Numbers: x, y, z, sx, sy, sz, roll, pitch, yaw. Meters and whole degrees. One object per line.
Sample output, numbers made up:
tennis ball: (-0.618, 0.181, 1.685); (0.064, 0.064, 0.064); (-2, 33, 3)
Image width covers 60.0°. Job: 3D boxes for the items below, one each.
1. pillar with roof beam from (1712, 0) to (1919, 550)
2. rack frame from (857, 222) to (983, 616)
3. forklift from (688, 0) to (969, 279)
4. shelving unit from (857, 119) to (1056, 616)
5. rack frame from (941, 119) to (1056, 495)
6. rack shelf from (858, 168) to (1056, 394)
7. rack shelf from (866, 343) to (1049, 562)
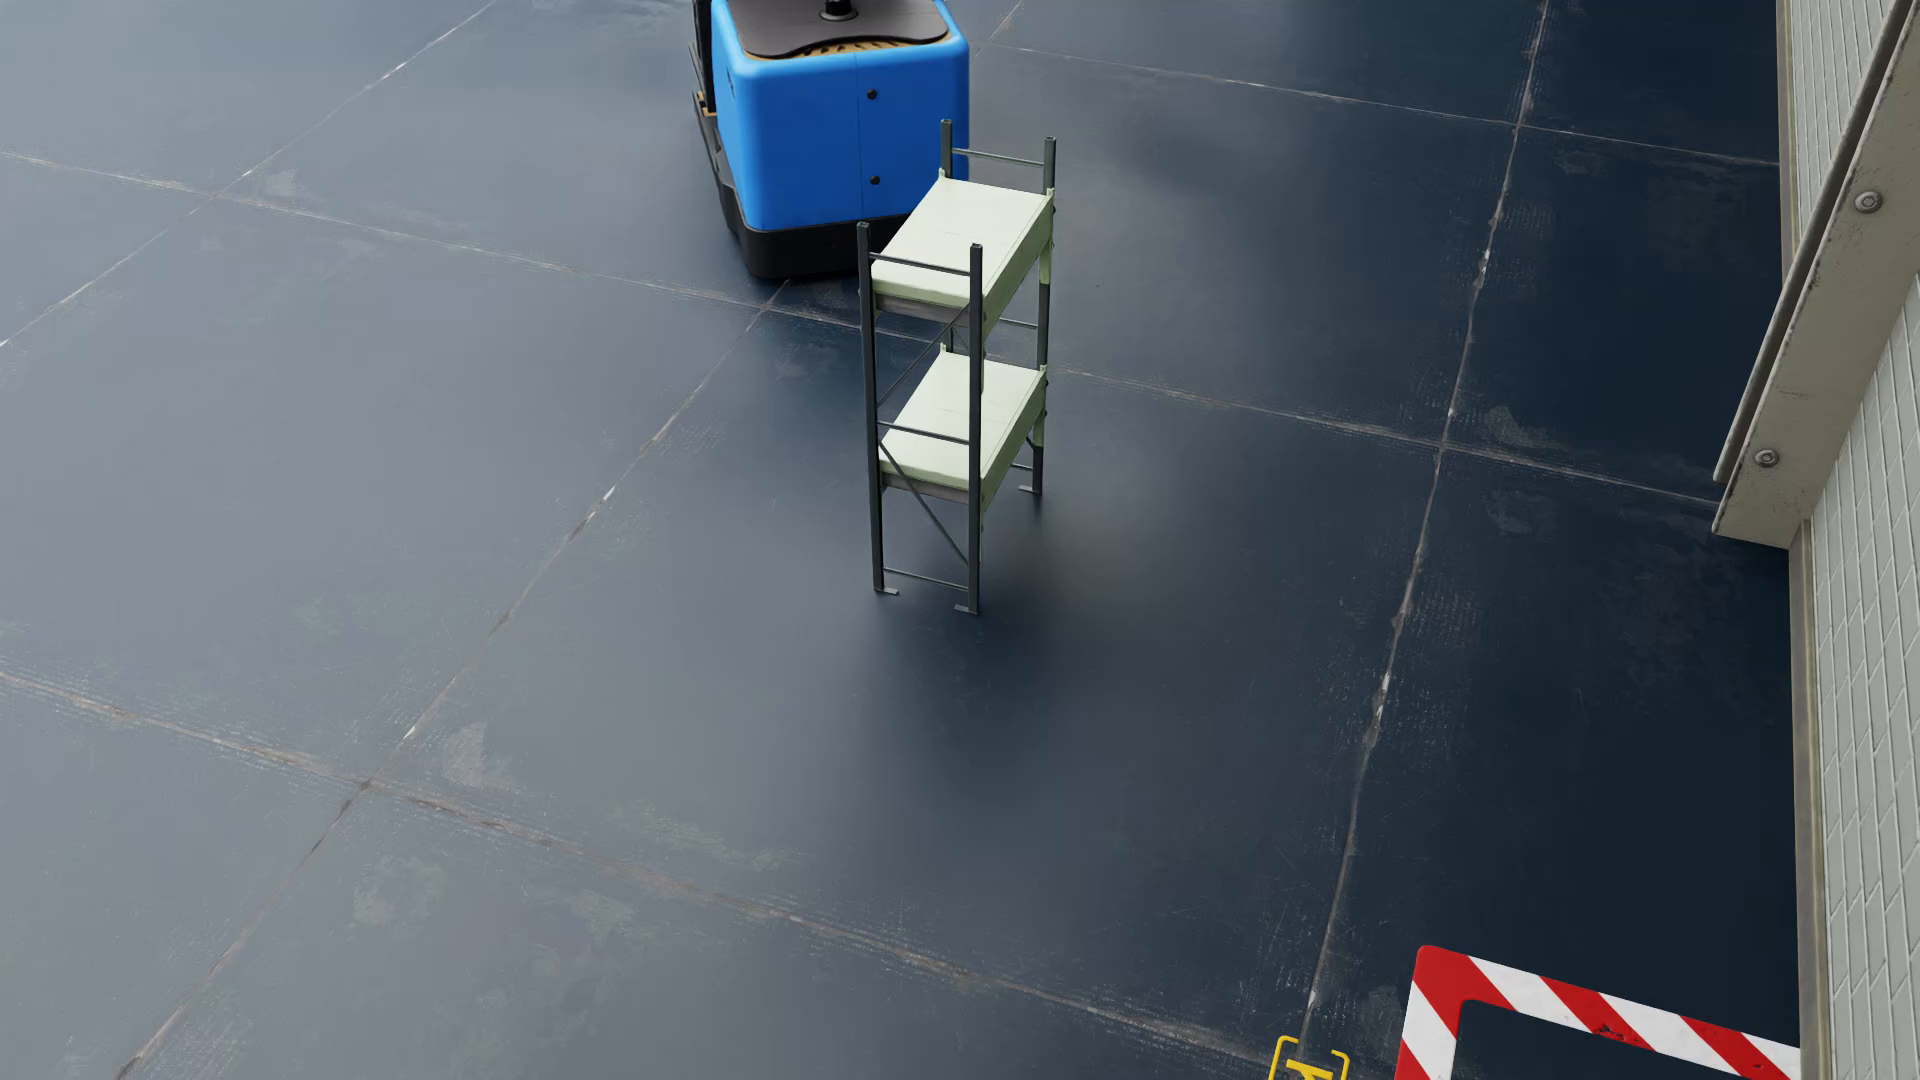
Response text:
pillar with roof beam: (-0.993, -4.491, 4.580); (9.100, 9.000, 0.400); (13, 42, 15)
rack frame: (-0.123, -0.351, 5.506); (0.400, 1.500, 0.023); (13, 42, 15)
forklift: (-0.796, -3.264, 7.818); (1.130, 2.935, 3.031); (-9, 41, -11)
shelving unit: (0.002, -0.575, 5.768); (0.431, 1.500, 0.755); (13, 42, 15)
rack frame: (0.127, -0.798, 6.030); (0.400, 1.500, 0.023); (13, 42, 15)
rack shelf: (0.002, -0.872, 5.515); (0.431, 0.370, 0.720); (13, 42, 15)
rack shelf: (0.002, -0.327, 5.980); (0.431, 0.370, 0.720); (13, 42, 15)
